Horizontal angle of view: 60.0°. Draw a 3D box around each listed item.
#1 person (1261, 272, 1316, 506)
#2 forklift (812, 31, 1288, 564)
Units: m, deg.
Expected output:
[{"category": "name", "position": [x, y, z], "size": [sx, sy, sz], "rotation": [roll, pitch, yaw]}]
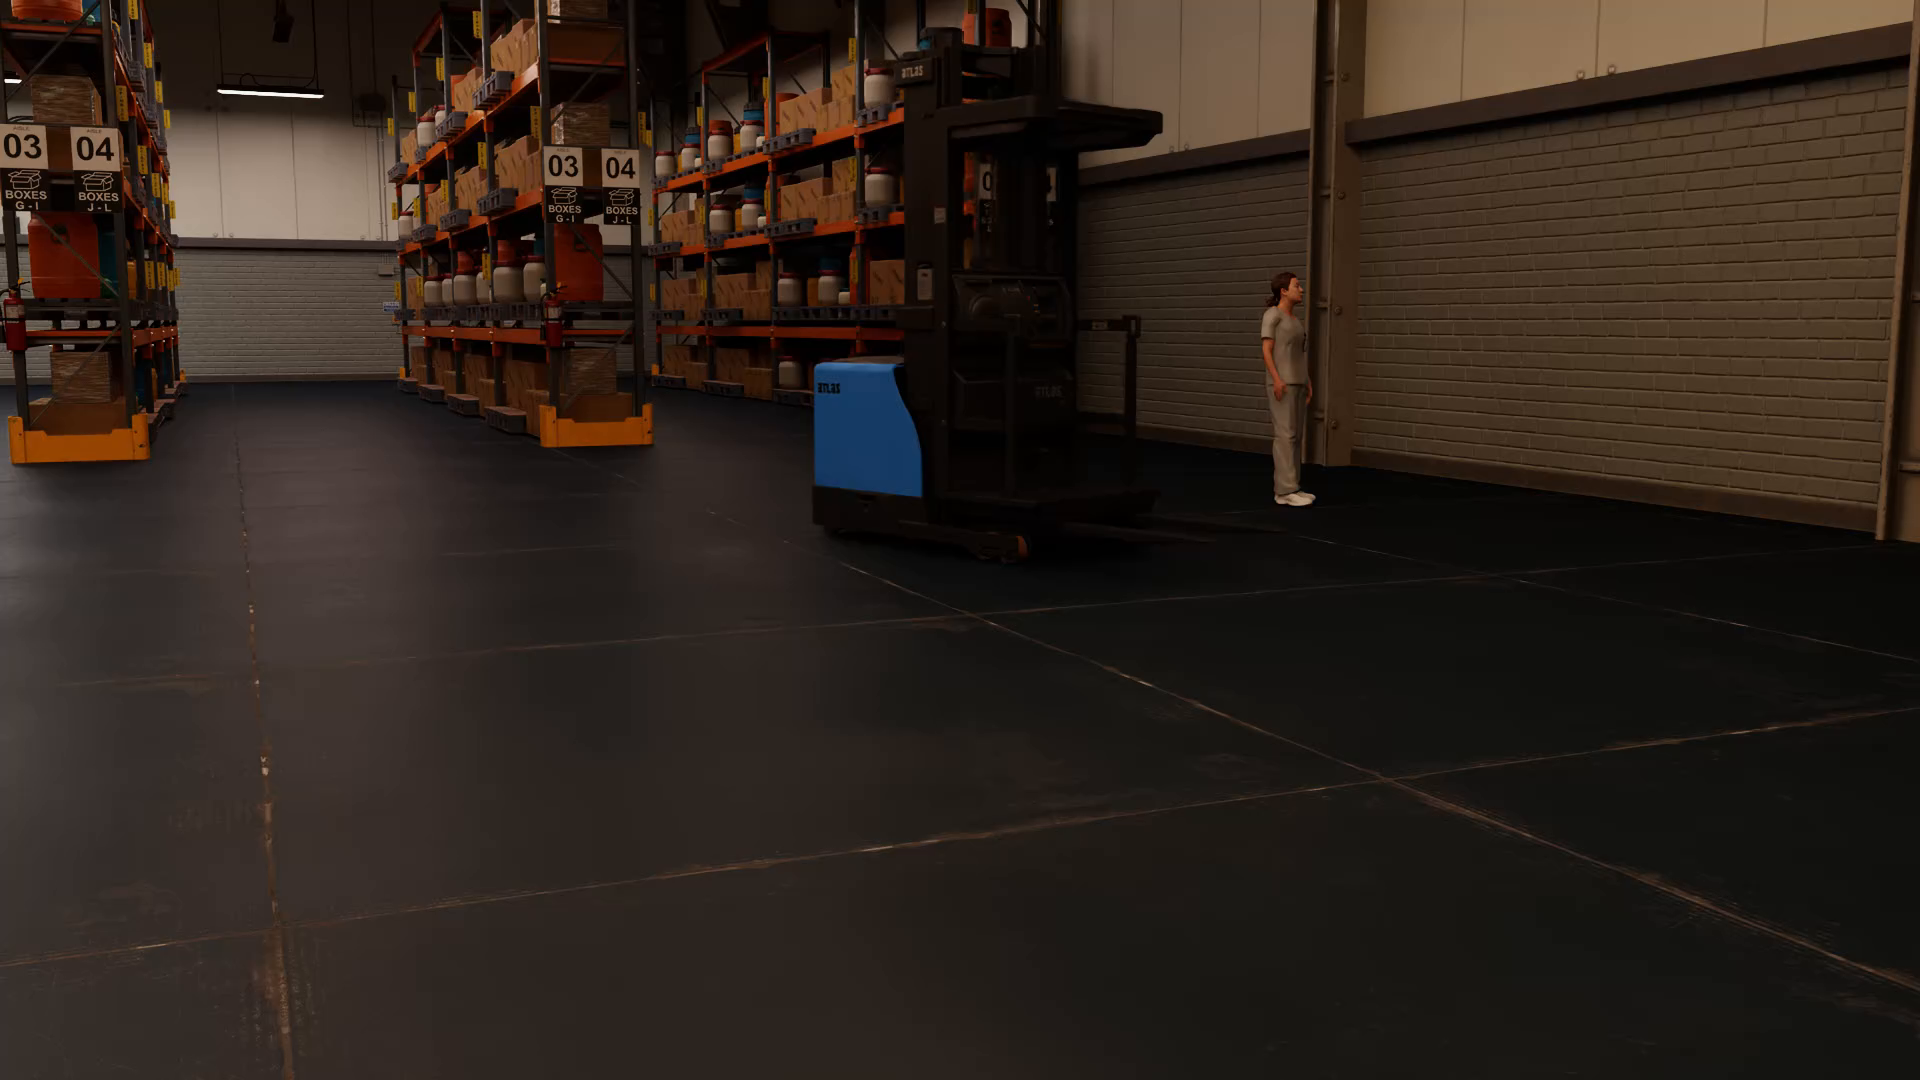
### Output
[{"category": "person", "position": [2.439, -1.107, 12.086], "size": [0.550, 1.673, 0.548], "rotation": [6, 10, 38]}, {"category": "forklift", "position": [0.457, -1.394, 9.512], "size": [1.130, 2.935, 3.031], "rotation": [-7, 10, -43]}]
